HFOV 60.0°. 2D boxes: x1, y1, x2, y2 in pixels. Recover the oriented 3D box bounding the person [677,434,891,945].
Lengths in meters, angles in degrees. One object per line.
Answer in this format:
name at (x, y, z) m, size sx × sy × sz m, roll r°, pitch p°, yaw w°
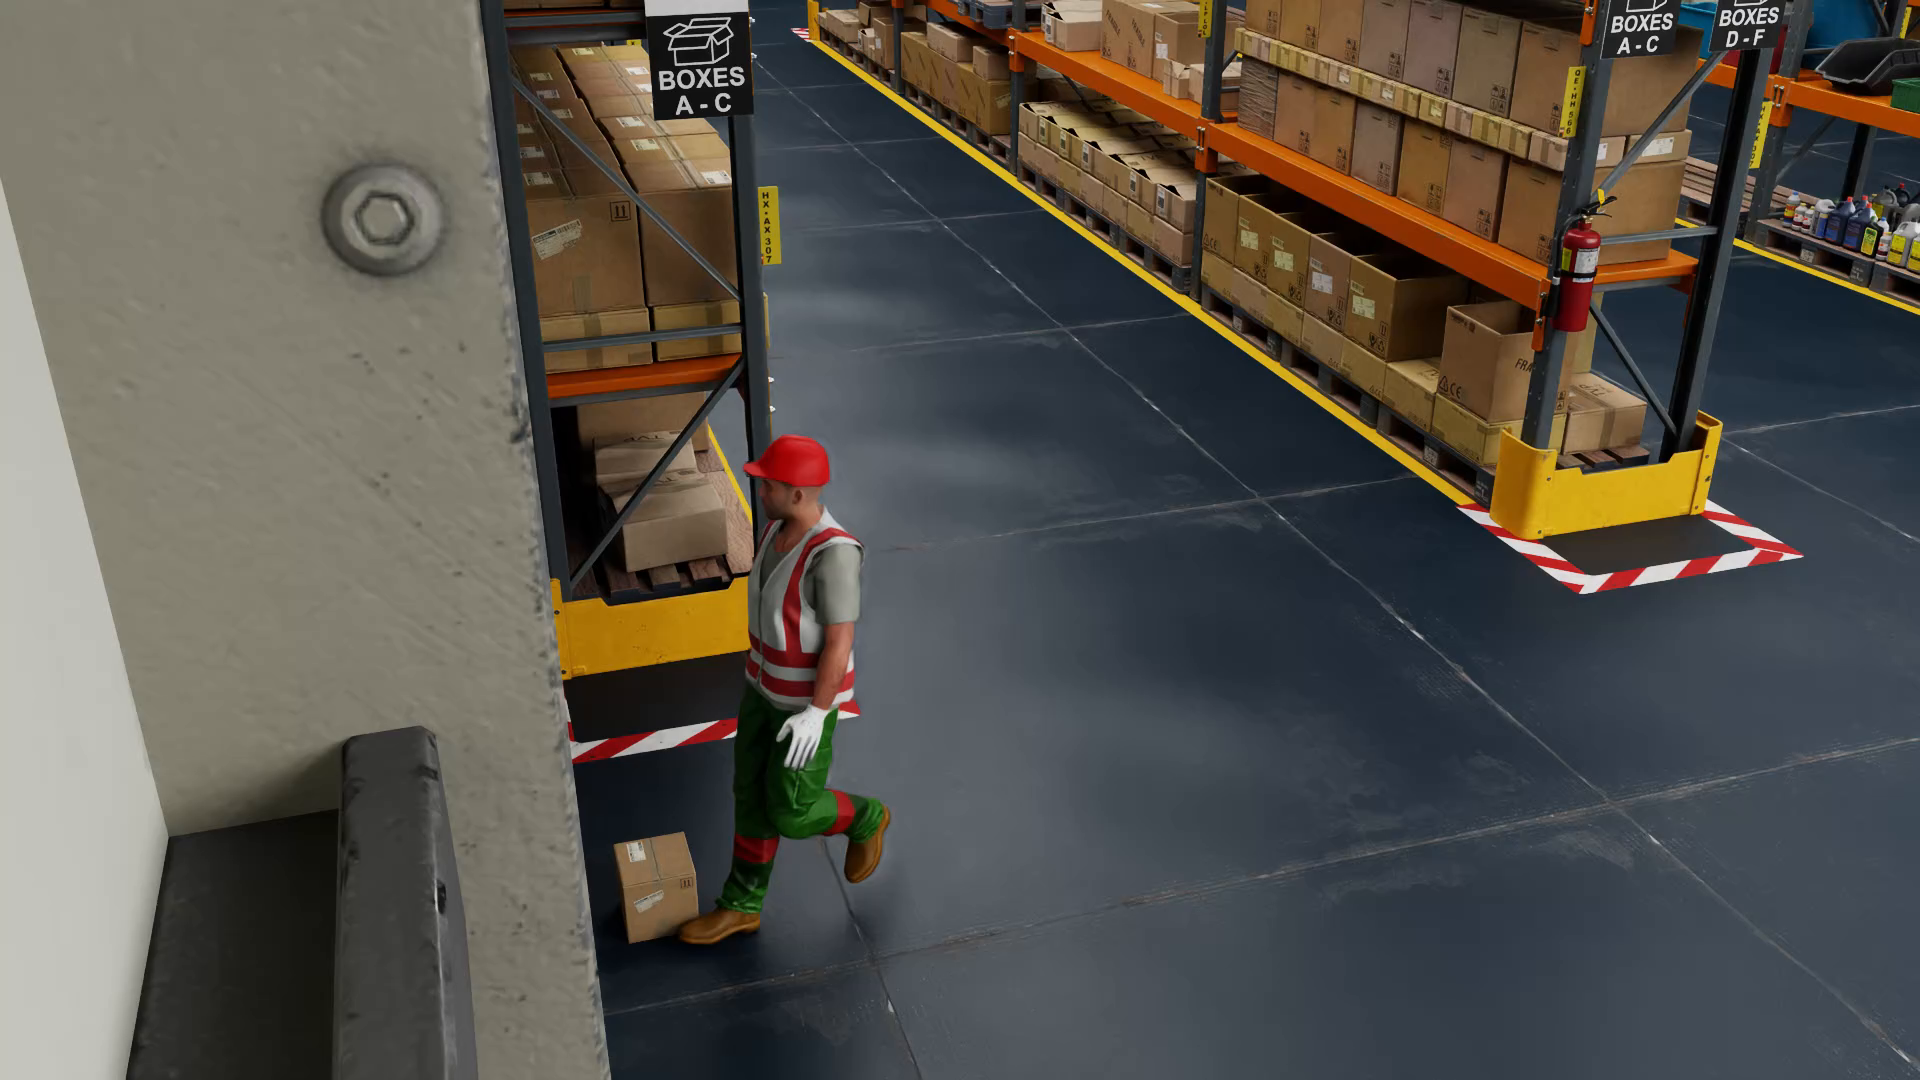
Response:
person at (-0.612, 0.526, 5.533) m, size 0.825 × 1.755 × 0.631 m, roll -17°, pitch 31°, yaw -31°
